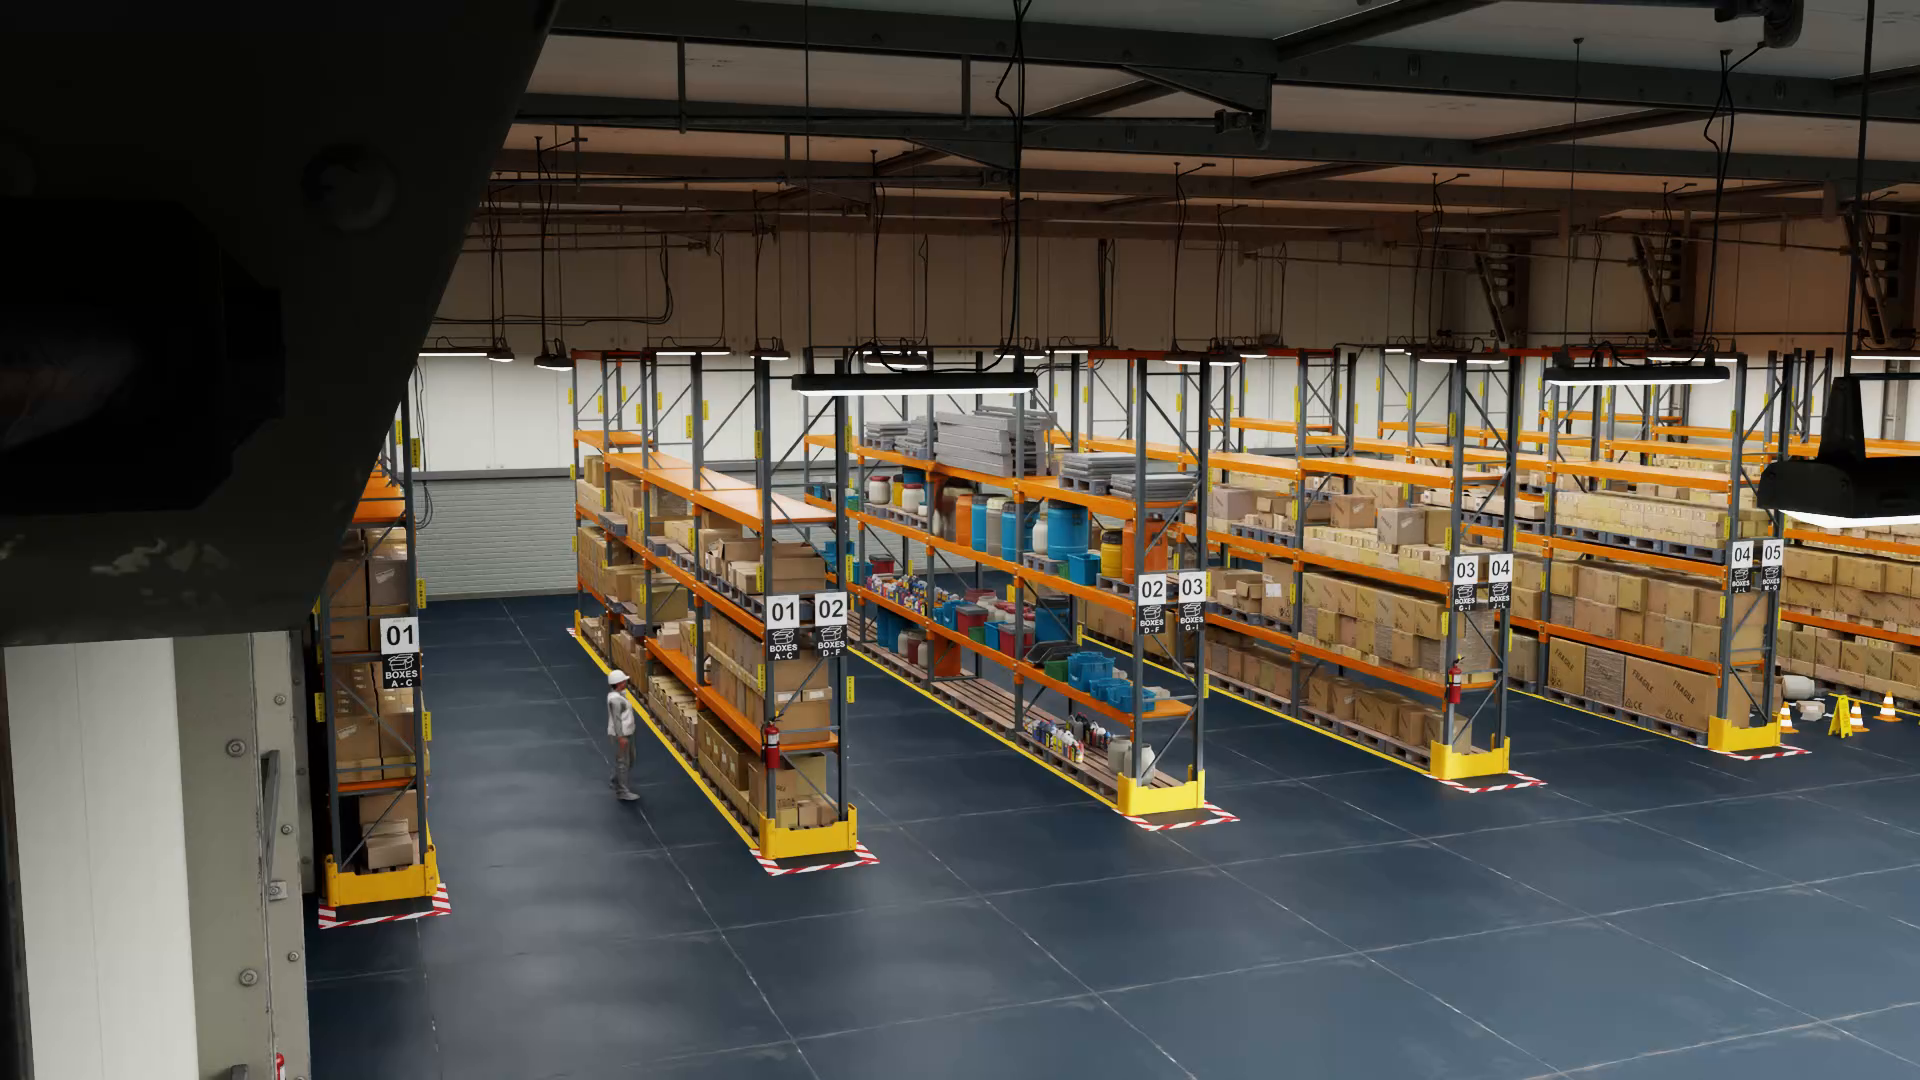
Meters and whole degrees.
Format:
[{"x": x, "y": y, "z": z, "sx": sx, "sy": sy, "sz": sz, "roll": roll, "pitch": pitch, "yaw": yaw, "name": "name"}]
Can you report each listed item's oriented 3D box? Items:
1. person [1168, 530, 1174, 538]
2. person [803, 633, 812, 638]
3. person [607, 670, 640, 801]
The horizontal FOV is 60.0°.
[{"x": 5.531, "y": -0.012, "z": 44.433, "sx": 0.494, "sy": 1.683, "sz": 0.440, "roll": -4, "pitch": 8, "yaw": -27, "name": "person"}, {"x": -2.483, "y": 2.168, "z": 27.543, "sx": 0.432, "sy": 1.482, "sz": 0.822, "roll": -4, "pitch": 8, "yaw": -28, "name": "person"}, {"x": -4.612, "y": 2.650, "z": 22.695, "sx": 0.494, "sy": 1.788, "sz": 0.599, "roll": 0, "pitch": 7, "yaw": 1, "name": "person"}]
